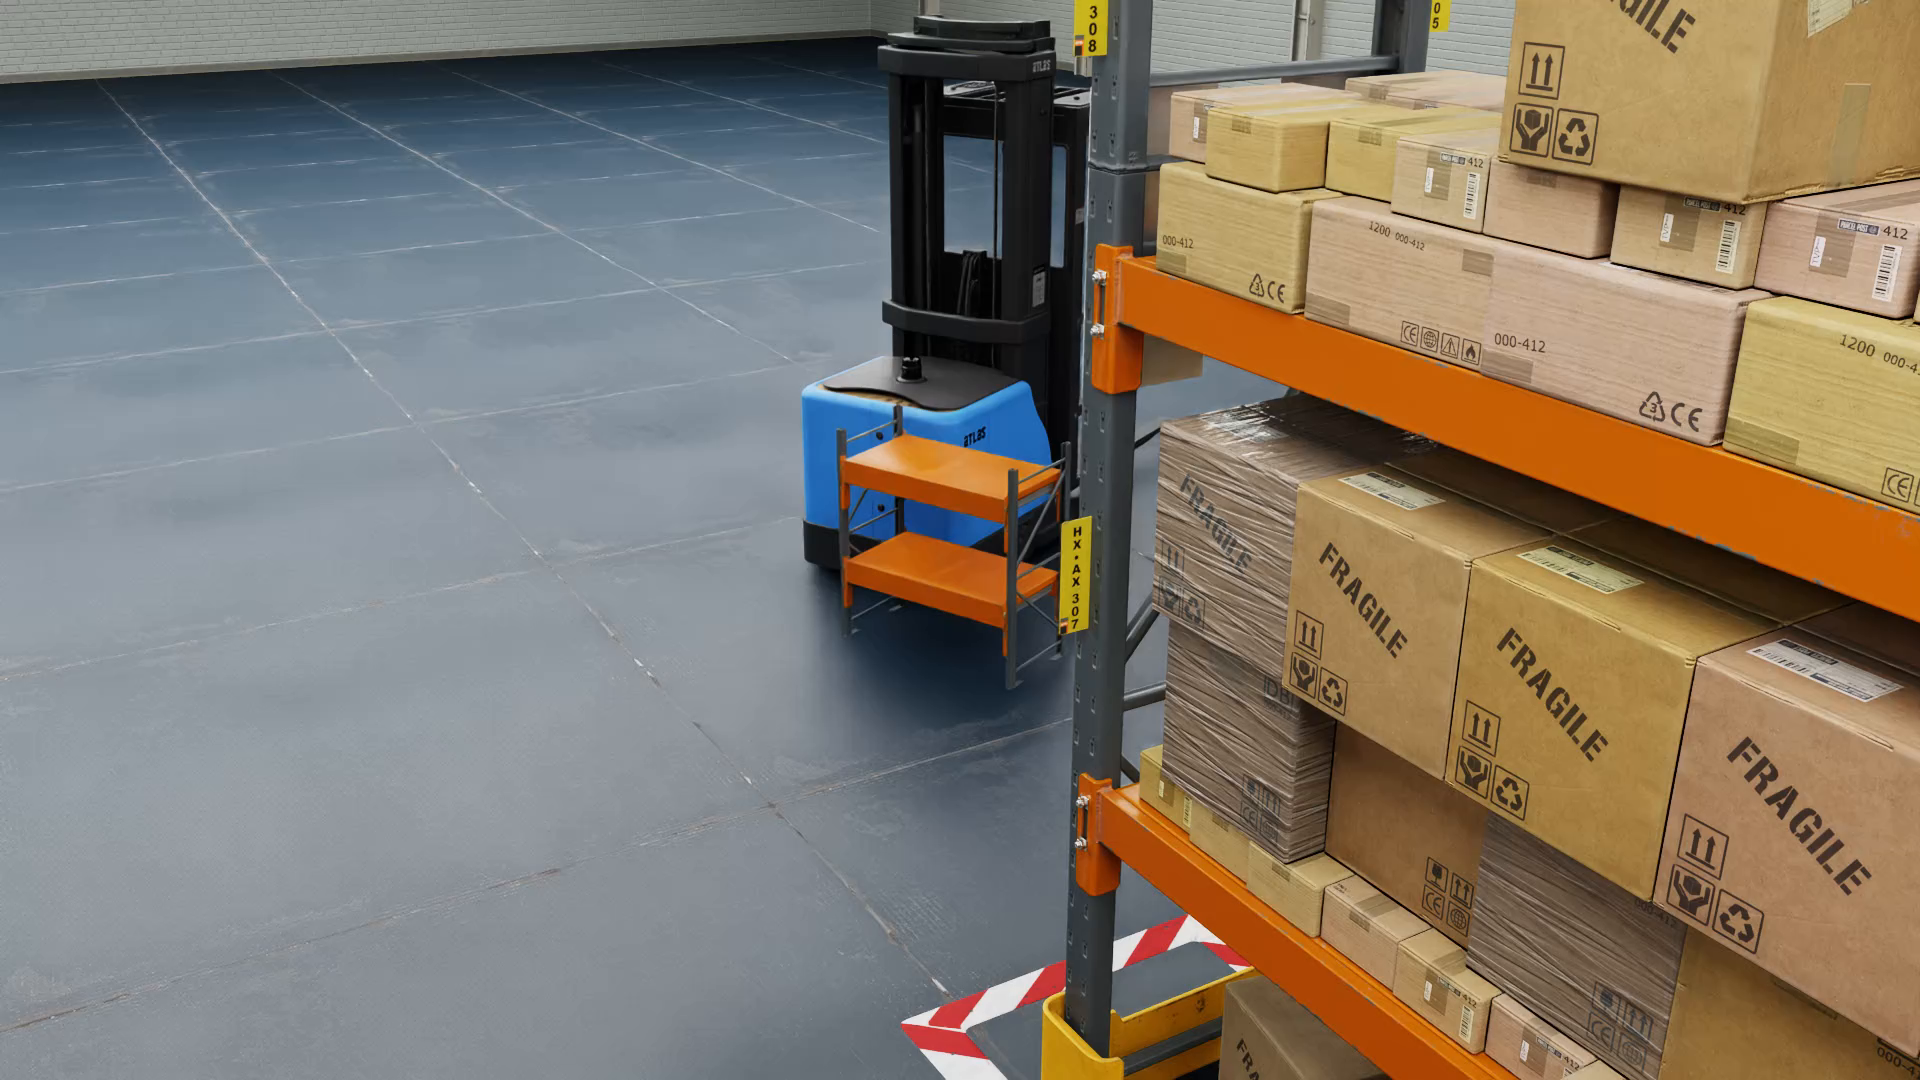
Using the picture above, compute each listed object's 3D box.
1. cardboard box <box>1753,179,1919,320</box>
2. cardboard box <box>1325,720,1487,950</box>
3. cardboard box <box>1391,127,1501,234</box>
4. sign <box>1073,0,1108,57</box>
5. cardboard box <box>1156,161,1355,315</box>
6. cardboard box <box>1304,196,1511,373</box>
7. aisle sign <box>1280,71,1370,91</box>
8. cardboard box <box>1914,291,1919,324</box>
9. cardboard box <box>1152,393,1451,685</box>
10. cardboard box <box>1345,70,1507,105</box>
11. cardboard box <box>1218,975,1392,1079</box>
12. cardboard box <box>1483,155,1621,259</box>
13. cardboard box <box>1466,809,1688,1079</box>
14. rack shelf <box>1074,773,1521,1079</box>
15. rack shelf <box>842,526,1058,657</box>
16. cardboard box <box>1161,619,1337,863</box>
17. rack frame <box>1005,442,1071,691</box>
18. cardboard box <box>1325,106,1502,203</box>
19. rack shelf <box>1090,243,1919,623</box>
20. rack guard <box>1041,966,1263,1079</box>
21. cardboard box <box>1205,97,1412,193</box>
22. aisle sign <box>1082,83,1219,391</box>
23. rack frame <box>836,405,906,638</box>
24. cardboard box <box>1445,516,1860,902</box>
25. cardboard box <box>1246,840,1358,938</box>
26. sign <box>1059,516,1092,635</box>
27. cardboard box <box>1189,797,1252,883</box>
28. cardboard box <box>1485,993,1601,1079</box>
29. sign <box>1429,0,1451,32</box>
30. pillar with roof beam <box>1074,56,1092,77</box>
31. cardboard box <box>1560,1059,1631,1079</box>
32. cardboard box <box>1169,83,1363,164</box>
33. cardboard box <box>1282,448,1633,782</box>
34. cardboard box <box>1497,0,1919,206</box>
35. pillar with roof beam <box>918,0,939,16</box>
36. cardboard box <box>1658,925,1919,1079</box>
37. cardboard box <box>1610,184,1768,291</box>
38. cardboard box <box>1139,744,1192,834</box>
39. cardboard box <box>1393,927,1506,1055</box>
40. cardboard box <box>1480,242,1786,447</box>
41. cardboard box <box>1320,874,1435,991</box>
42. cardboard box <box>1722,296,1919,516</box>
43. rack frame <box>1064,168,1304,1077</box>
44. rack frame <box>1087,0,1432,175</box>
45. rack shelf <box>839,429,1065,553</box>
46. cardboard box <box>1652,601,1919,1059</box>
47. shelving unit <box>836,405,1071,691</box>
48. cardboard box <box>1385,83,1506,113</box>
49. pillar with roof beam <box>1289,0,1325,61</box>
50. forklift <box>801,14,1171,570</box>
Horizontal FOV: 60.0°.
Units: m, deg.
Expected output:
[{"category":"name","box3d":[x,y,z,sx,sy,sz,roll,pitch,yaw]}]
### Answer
[{"category":"cardboard box","box3d":[1.522,-0.479,2.692,0.380,0.149,0.250,-13,25,-29]},{"category":"cardboard box","box3d":[1.393,0.531,3.994,0.875,0.500,0.500,-13,25,-28]},{"category":"cardboard box","box3d":[1.081,-0.716,3.275,0.380,0.149,0.250,-12,25,-26]},{"category":"sign","box3d":[0.311,-1.297,3.875,0.100,0.325,0.005,-13,25,-28]},{"category":"cardboard box","box3d":[0.801,-0.721,3.818,0.500,0.250,0.500,-12,25,-27]},{"category":"cardboard box","box3d":[1.070,-0.556,3.411,0.500,0.250,0.500,-13,26,-29]},{"category":"aisle sign","box3d":[1.003,-0.889,4.563,0.394,0.787,0.004,-13,25,-28]},{"category":"cardboard box","box3d":[1.666,-0.396,2.489,0.380,0.149,0.250,-14,26,-30]},{"category":"cardboard box","box3d":[0.824,-0.024,4.031,0.500,0.500,0.500,-13,25,-28]},{"category":"cardboard box","box3d":[1.187,-1.082,4.176,0.380,0.149,0.250,-13,25,-28]},{"category":"cardboard box","box3d":[1.082,1.562,4.747,0.500,0.500,0.500,-8,23,-18]},{"category":"cardboard box","box3d":[1.202,-0.636,3.079,0.380,0.149,0.250,-13,25,-28]},{"category":"cardboard box","box3d":[1.611,0.701,3.575,0.875,0.500,0.500,-13,25,-28]},{"category":"rack shelf","box3d":[1.799,1.374,3.404,1.077,0.370,4.000,-13,25,-28]},{"category":"rack shelf","box3d":[-0.037,0.243,8.370,1.000,0.278,0.538,15,27,33]},{"category":"cardboard box","box3d":[1.035,0.392,4.335,0.875,0.500,0.500,-13,25,-28]},{"category":"rack frame","box3d":[0.377,0.127,8.004,0.032,1.125,0.500,15,27,33]},{"category":"cardboard box","box3d":[1.003,-0.818,3.526,0.380,0.149,0.250,-13,26,-29]},{"category":"rack shelf","box3d":[1.799,-0.016,2.839,1.077,0.370,4.000,-13,25,-28]},{"category":"rack guard","box3d":[0.816,1.576,5.271,1.175,0.500,0.348,-13,25,-28]},{"category":"cardboard box","box3d":[0.768,-0.876,3.668,0.380,0.149,0.250,-12,25,-27]},{"category":"aisle sign","box3d":[0.488,-0.774,4.279,0.394,0.787,0.004,-13,25,-28]},{"category":"rack frame","box3d":[-0.451,-0.095,8.551,0.032,1.125,0.500,15,27,33]},{"category":"cardboard box","box3d":[1.330,0.301,3.232,0.500,0.500,0.500,-13,25,-28]},{"category":"cardboard box","box3d":[0.944,0.816,4.154,0.380,0.149,0.250,-13,25,-28]},{"category":"sign","box3d":[0.311,0.096,4.441,0.100,0.325,0.005,-13,25,-28]},{"category":"cardboard box","box3d":[0.829,0.732,4.360,0.380,0.149,0.250,-13,25,-28]},{"category":"cardboard box","box3d":[1.362,1.051,3.576,0.380,0.149,0.250,-13,25,-28]},{"category":"sign","box3d":[1.265,-1.507,4.376,0.100,0.325,0.005,-13,25,-28]},{"category":"pillar with roof beam","box3d":[-1.307,-12.125,27.692,9.100,9.000,0.400,-13,25,-28]},{"category":"cardboard box","box3d":[1.401,1.152,3.328,0.380,0.149,0.250,-13,25,-28]},{"category":"cardboard box","box3d":[0.719,-0.978,3.921,0.380,0.149,0.250,-13,25,-29]},{"category":"cardboard box","box3d":[1.073,0.139,3.629,0.500,0.500,0.500,-13,25,-28]},{"category":"cardboard box","box3d":[1.303,-0.880,2.817,0.500,0.500,0.500,-13,25,-28]},{"category":"pillar with roof beam","box3d":[-4.372,-14.067,32.470,9.100,9.000,0.400,-13,25,-28]},{"category":"cardboard box","box3d":[1.857,0.865,3.171,0.875,0.500,0.500,-13,25,-28]},{"category":"cardboard box","box3d":[1.354,-0.551,2.869,0.380,0.149,0.250,-14,26,-31]},{"category":"cardboard box","box3d":[0.718,0.648,4.568,0.380,0.149,0.250,-13,25,-28]},{"category":"cardboard box","box3d":[1.211,0.975,3.762,0.380,0.149,0.250,-13,25,-28]},{"category":"cardboard box","box3d":[1.319,-0.395,3.014,0.500,0.250,0.500,-13,25,-28]},{"category":"cardboard box","box3d":[1.089,0.893,3.965,0.380,0.149,0.250,-13,25,-28]},{"category":"cardboard box","box3d":[1.590,-0.227,2.602,0.500,0.250,0.500,-12,25,-27]},{"category":"rack frame","box3d":[0.777,0.393,4.861,1.000,3.000,0.127,-13,25,-28]},{"category":"rack frame","box3d":[0.777,-2.386,3.731,1.000,3.000,0.127,-13,25,-28]},{"category":"rack shelf","box3d":[-0.037,-0.255,8.167,1.000,0.278,0.538,15,27,33]},{"category":"cardboard box","box3d":[1.590,0.462,2.836,0.500,0.500,0.500,-13,25,-28]},{"category":"shelving unit","box3d":[-0.037,0.016,8.278,1.048,1.125,0.538,15,27,33]},{"category":"cardboard box","box3d":[1.219,-0.975,3.913,0.380,0.149,0.250,-14,26,-30]},{"category":"pillar with roof beam","box3d":[1.758,-10.183,22.913,9.100,9.000,0.400,-13,25,-28]},{"category":"forklift","box3d":[0.338,-1.557,9.751,1.130,2.935,3.031,13,26,30]}]
